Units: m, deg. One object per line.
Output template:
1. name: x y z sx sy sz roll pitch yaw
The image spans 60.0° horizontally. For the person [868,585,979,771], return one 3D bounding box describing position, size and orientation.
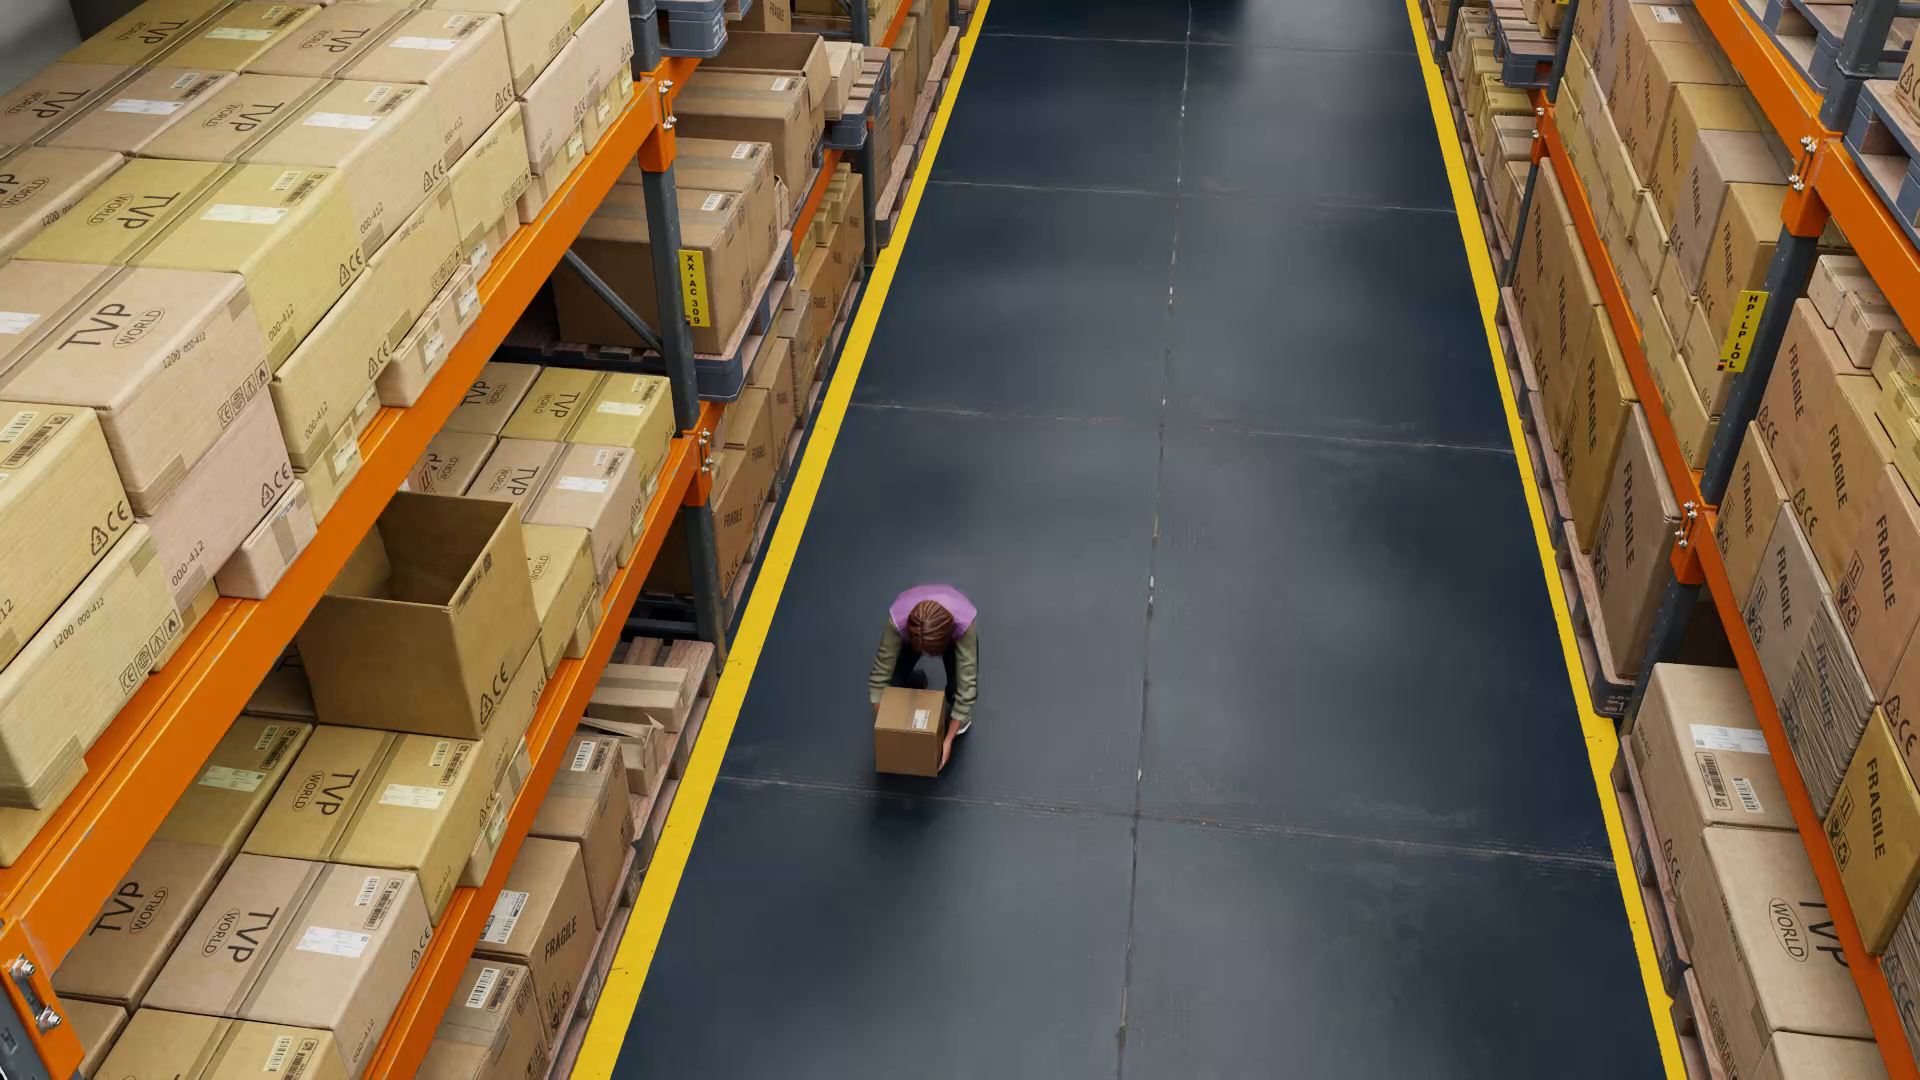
1. person: -0.122 0.489 6.987 0.451 0.888 0.822 6 37 8
